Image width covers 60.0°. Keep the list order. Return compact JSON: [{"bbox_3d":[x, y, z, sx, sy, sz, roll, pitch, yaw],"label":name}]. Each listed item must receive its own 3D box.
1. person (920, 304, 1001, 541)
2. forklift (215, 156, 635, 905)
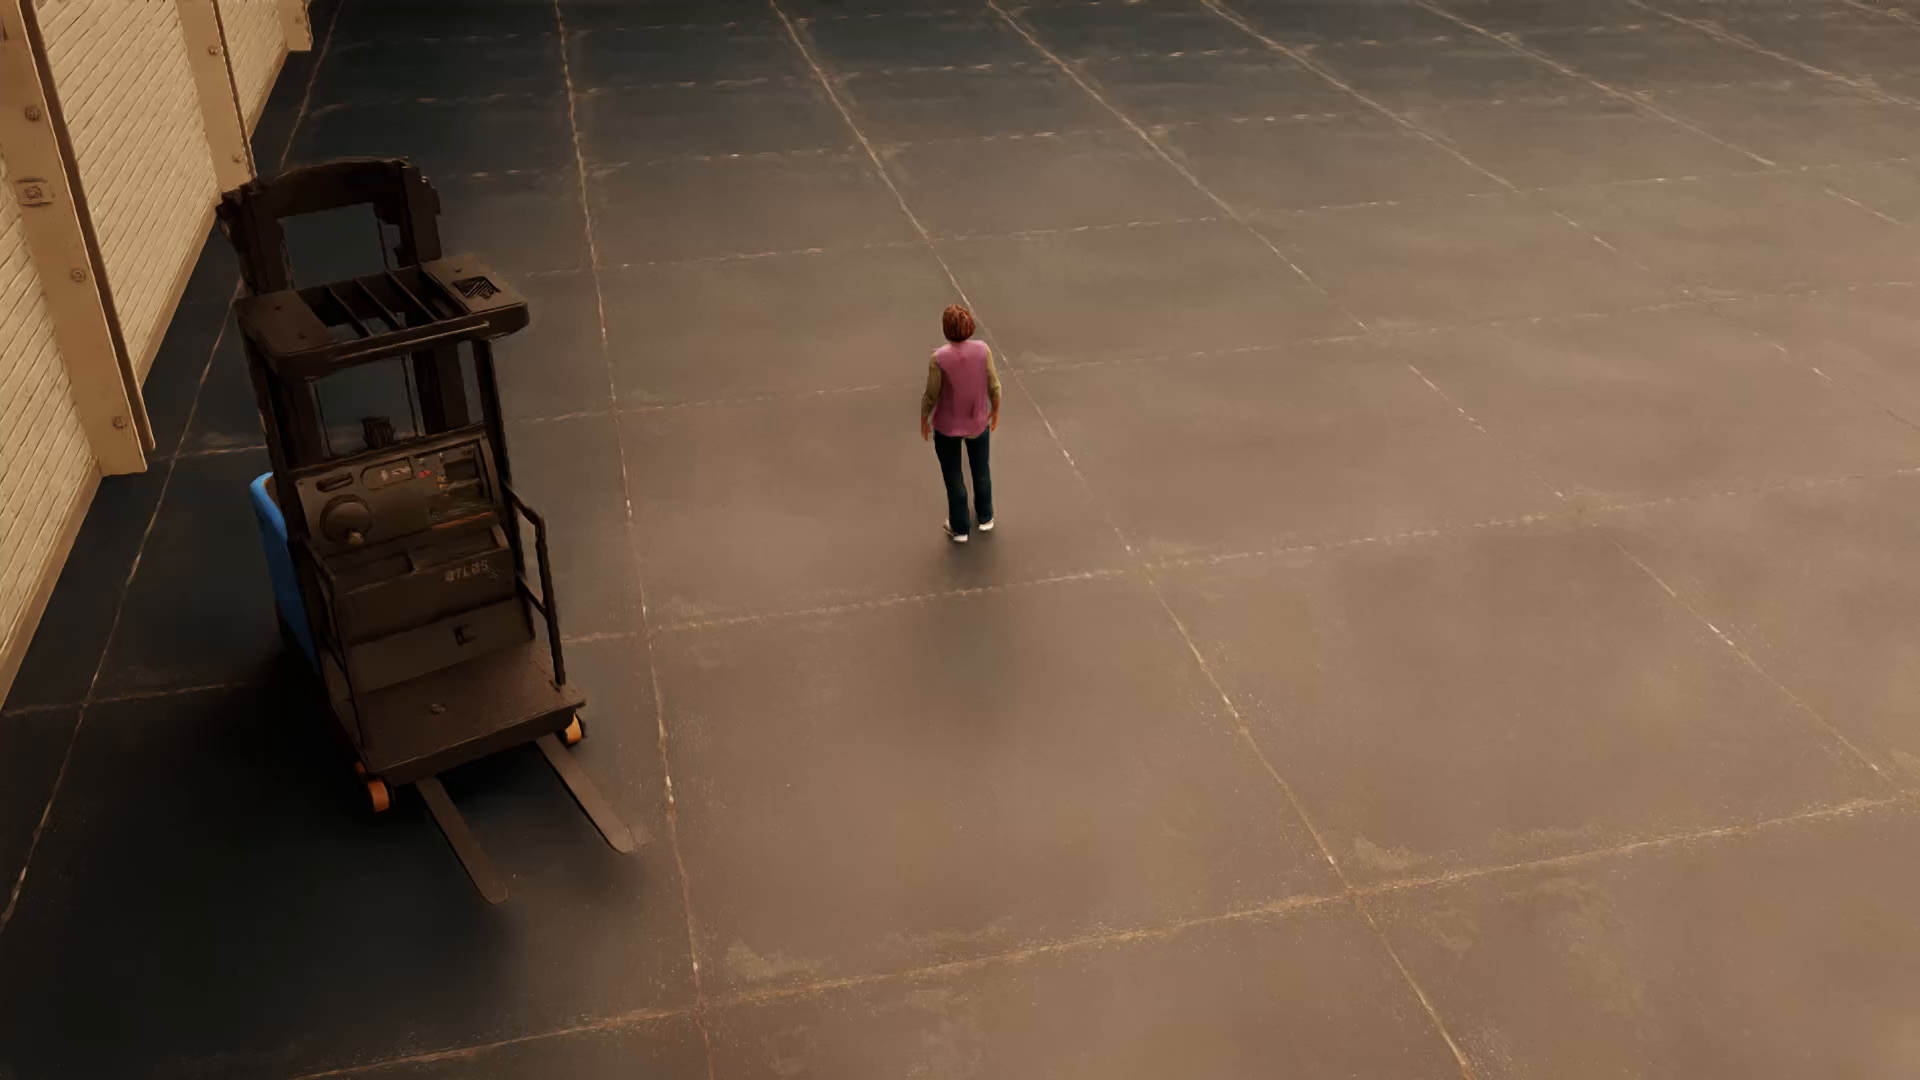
[{"bbox_3d":[-0.004,-0.735,10.161,0.520,1.597,0.474,-7,31,-12],"label":"person"},{"bbox_3d":[-2.603,-0.200,7.921,1.130,2.935,3.031,-18,35,-29],"label":"forklift"}]
